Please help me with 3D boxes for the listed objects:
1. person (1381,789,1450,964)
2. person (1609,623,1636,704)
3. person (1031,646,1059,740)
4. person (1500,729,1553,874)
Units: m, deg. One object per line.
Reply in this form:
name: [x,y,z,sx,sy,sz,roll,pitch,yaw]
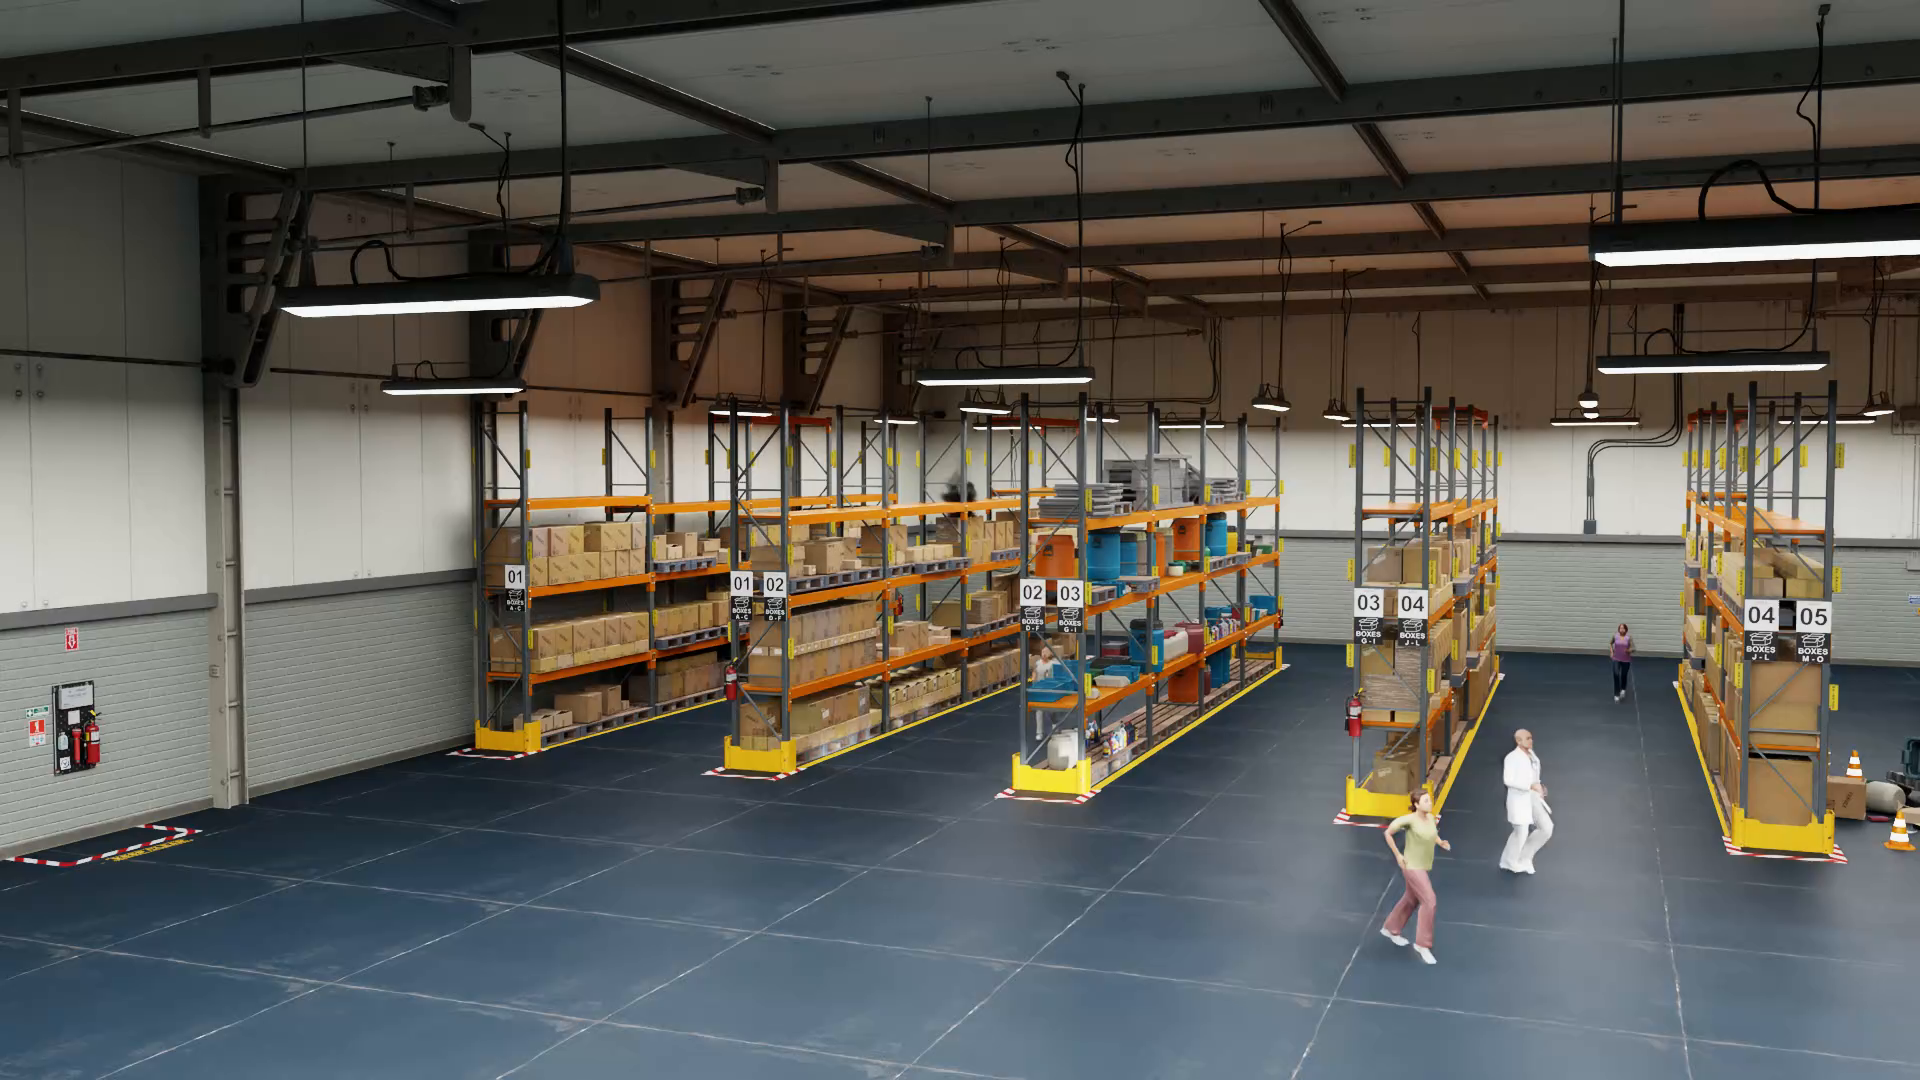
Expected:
person: [4.589,3.352,16.802,0.569,1.707,0.748,-2,4,-42]
person: [13.653,2.525,34.308,0.533,1.629,0.821,1,3,23]
person: [1.518,2.714,29.742,0.564,1.645,0.879,1,3,19]
person: [6.808,3.152,19.960,0.682,1.768,0.726,-2,3,-34]
